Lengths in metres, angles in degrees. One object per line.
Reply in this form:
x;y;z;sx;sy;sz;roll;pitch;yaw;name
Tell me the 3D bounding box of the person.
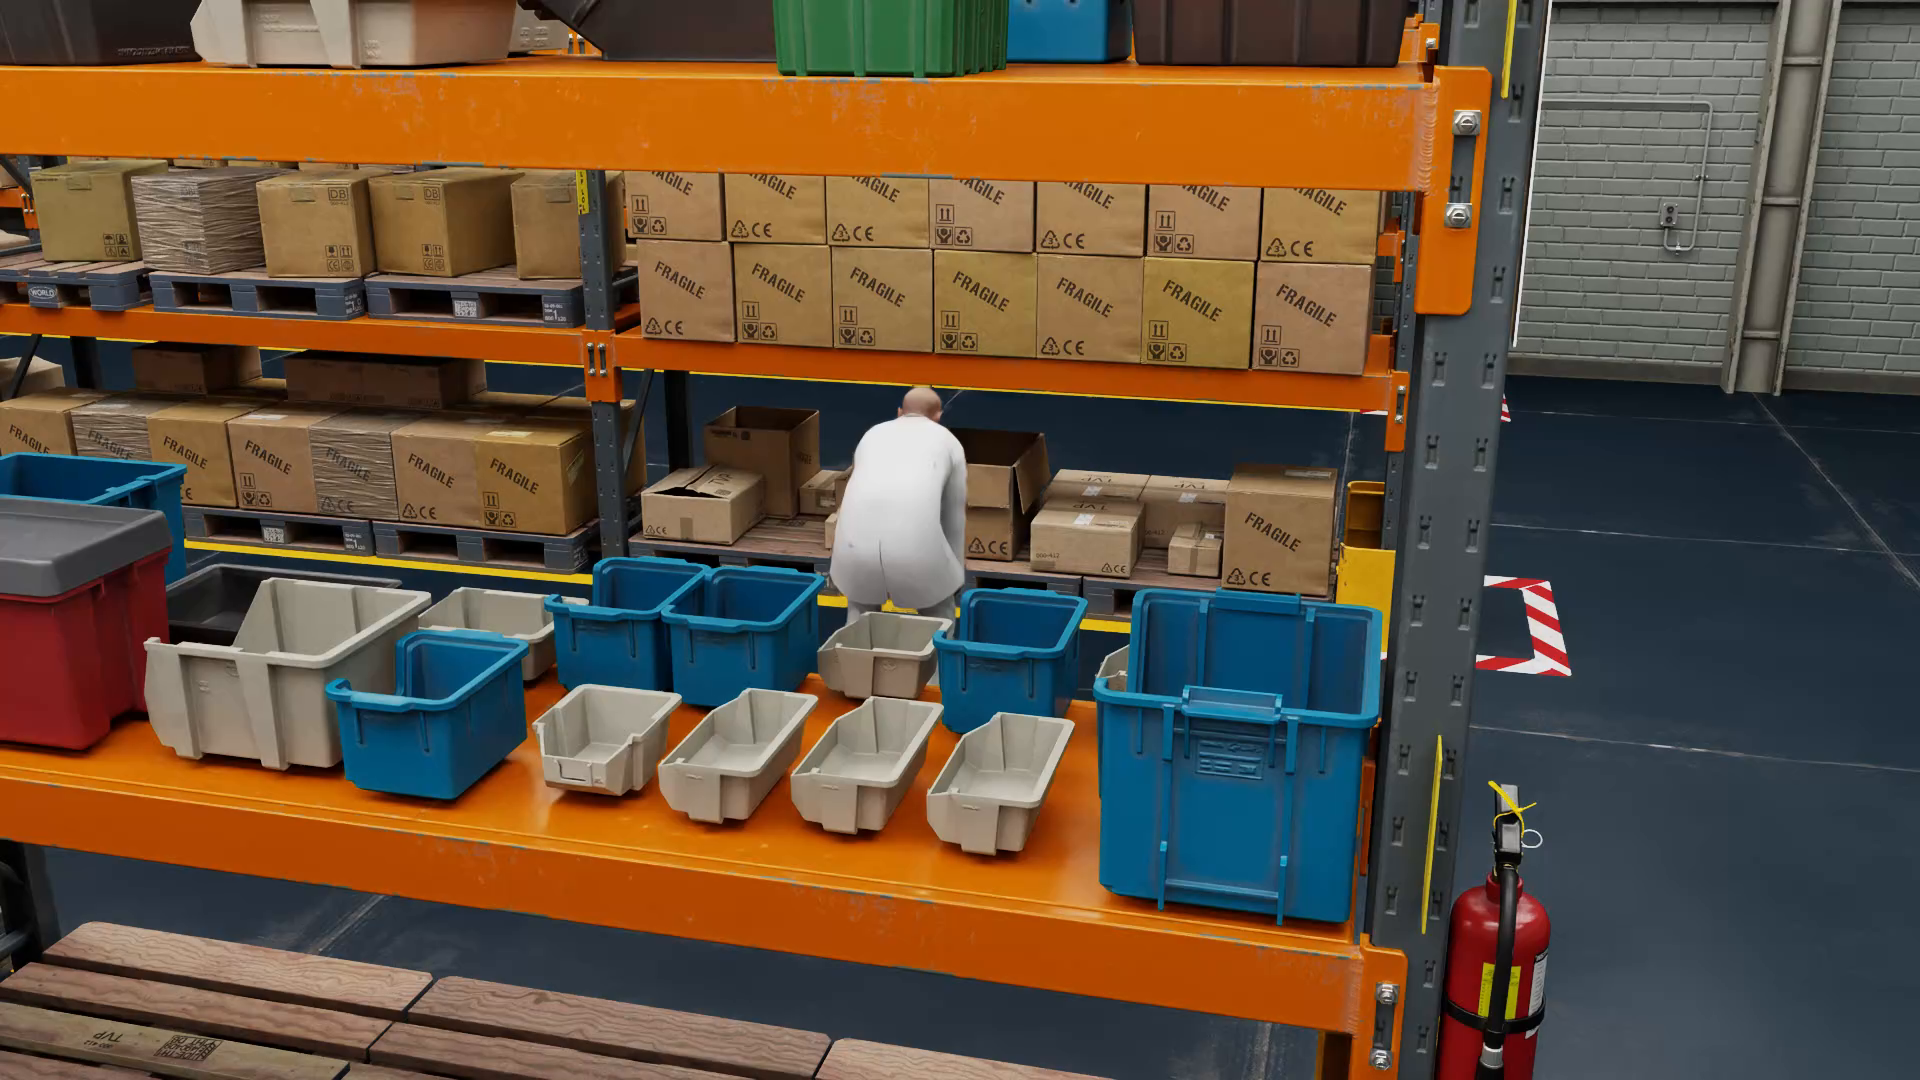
-0.223;0.089;7.008;0.566;1.346;0.890;4;18;12;person
